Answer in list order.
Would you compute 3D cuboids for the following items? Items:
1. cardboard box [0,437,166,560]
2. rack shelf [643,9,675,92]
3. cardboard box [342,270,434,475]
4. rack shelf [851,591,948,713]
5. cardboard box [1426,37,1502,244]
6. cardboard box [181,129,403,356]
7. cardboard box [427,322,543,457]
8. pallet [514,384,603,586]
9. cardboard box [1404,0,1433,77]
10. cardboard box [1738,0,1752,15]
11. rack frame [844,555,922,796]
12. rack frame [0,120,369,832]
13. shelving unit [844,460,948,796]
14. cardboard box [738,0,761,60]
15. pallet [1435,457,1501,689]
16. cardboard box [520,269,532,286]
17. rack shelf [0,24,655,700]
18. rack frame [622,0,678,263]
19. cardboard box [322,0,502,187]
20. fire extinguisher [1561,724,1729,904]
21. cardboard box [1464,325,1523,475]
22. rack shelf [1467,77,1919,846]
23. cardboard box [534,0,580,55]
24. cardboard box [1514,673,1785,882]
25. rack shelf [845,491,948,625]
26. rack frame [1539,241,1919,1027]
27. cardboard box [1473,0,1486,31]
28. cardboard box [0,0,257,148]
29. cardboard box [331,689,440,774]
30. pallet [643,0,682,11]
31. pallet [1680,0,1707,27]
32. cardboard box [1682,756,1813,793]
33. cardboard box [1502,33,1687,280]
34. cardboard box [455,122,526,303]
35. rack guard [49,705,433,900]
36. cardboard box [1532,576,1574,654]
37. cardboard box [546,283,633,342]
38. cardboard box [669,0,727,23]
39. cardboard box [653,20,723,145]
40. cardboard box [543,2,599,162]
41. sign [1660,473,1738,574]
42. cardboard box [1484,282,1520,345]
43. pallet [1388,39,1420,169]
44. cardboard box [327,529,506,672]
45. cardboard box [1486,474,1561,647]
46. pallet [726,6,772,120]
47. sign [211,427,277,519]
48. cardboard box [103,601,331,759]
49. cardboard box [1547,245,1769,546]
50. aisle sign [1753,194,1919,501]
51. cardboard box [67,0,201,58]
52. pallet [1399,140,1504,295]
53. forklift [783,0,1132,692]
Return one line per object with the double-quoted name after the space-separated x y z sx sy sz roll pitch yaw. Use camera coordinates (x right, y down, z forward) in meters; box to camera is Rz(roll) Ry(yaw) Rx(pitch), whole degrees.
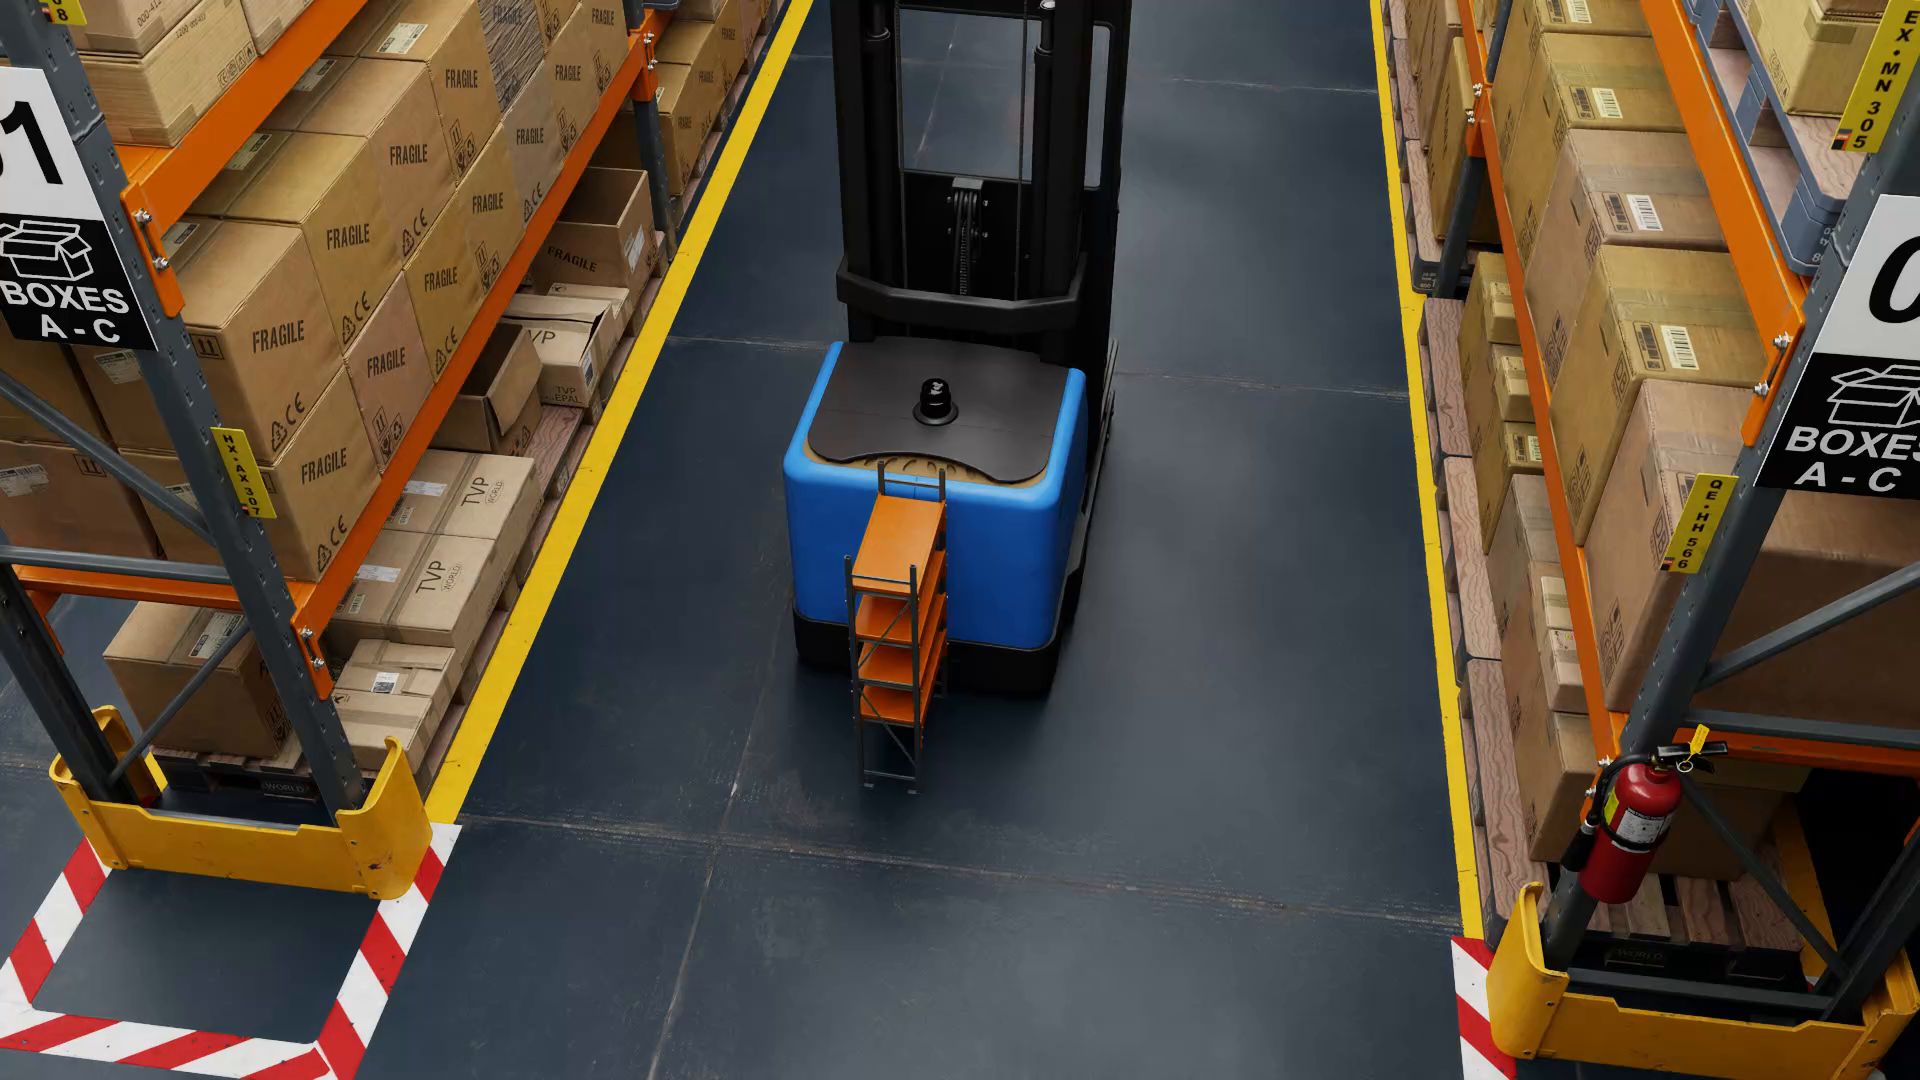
-2.756 -0.286 5.320 0.500 0.500 0.500 6 44 7 "cardboard box"
-1.752 -3.748 9.572 1.077 0.370 4.000 5 44 6 "rack shelf"
-2.162 -0.587 5.638 0.500 0.500 0.500 5 44 5 "cardboard box"
-0.216 0.390 6.085 0.258 0.148 0.480 7 44 8 "rack shelf"
2.852 -2.025 8.487 0.750 0.750 0.750 6 44 6 "cardboard box"
-2.163 -0.955 5.299 0.500 0.500 0.500 6 44 6 "cardboard box"
-2.260 -0.619 7.239 0.797 0.503 0.637 5 44 6 "cardboard box"
-2.267 -0.332 7.469 1.003 0.211 1.213 5 44 6 "pallet"
3.074 -3.211 9.739 0.750 0.750 0.750 5 44 5 "cardboard box"
2.267 -1.574 4.302 0.500 0.250 0.500 4 44 4 "cardboard box"
-0.262 0.506 5.865 0.240 1.200 0.015 7 44 8 "rack frame"
-2.545 0.080 5.006 1.000 3.000 0.127 5 44 6 "rack frame"
-0.216 0.341 6.039 0.258 1.200 0.503 7 44 8 "shelving unit"
-1.510 -3.255 10.026 0.500 0.500 0.500 4 44 4 "cardboard box"
2.558 0.159 6.951 1.003 0.211 1.213 5 44 6 "pallet"
-2.286 -1.563 8.377 0.500 0.311 0.500 5 44 6 "cardboard box"
-2.281 -1.022 6.693 1.077 0.370 4.000 5 44 6 "rack shelf"
-2.016 -2.646 7.885 1.000 3.000 0.127 5 44 6 "rack frame"
-2.026 -1.642 6.024 0.500 0.500 0.500 5 44 5 "cardboard box"
1.888 0.752 4.624 0.296 0.674 0.183 5 44 6 "fire extinguisher"
2.624 -0.601 7.238 0.700 0.500 0.500 5 44 5 "cardboard box"
2.630 -0.574 6.220 1.077 0.370 4.000 5 44 6 "rack shelf"
-1.892 -2.328 6.749 0.500 0.500 0.500 4 44 5 "cardboard box"
2.359 0.797 5.762 0.700 0.500 0.500 5 44 6 "cardboard box"
-0.216 0.056 5.769 0.258 0.148 0.480 7 44 8 "rack shelf"
2.366 0.528 4.533 1.000 3.000 0.127 5 44 6 "rack frame"
2.668 -2.545 7.946 0.380 0.149 0.250 6 44 6 "cardboard box"
-2.225 -1.282 4.372 0.500 0.250 0.500 5 44 6 "cardboard box"
-2.149 0.701 6.103 0.380 0.149 0.250 5 44 6 "cardboard box"
-1.802 -3.111 8.516 1.003 0.211 1.213 5 44 6 "pallet"
2.612 -1.870 4.948 1.003 0.211 1.213 5 44 6 "pallet"
2.541 0.665 5.430 0.380 0.149 0.250 6 44 6 "cardboard box"
2.705 -1.442 6.395 0.980 0.700 0.700 4 44 4 "cardboard box"
-2.025 -1.269 6.358 0.500 0.500 0.500 6 44 6 "cardboard box"
-2.535 0.936 5.920 1.175 0.500 0.348 5 44 6 "rack guard"
2.228 0.283 5.833 0.380 0.149 0.250 6 44 7 "cardboard box"
-1.800 -1.096 8.001 0.380 0.149 0.250 5 44 6 "cardboard box"
-1.579 -3.160 9.380 0.500 0.250 0.500 5 44 6 "cardboard box"
-1.651 -2.570 9.303 0.500 0.500 0.500 6 44 6 "cardboard box"
-1.895 -1.967 7.095 0.500 0.500 0.500 6 44 7 "cardboard box"
1.830 -0.038 4.116 0.100 0.325 0.005 5 44 6 "sign"
2.468 -0.962 7.147 0.380 0.149 0.250 7 44 7 "cardboard box"
3.081 -2.552 9.814 1.003 0.211 1.213 5 44 6 "pallet"
-2.126 0.233 6.524 0.500 0.250 0.500 5 44 6 "cardboard box"
2.491 0.113 6.484 0.700 0.500 0.500 4 44 4 "cardboard box"
-1.787 -3.025 10.314 1.003 0.211 1.213 5 44 6 "pallet"
-2.007 -0.185 4.656 0.100 0.325 0.005 5 44 6 "sign"
-2.717 0.435 6.129 0.500 0.500 0.500 5 44 6 "cardboard box"
2.508 -0.427 5.323 0.980 0.700 0.700 5 44 5 "cardboard box"
2.059 -0.395 3.616 0.394 0.787 0.004 5 44 6 "aisle sign"
-2.219 -1.463 4.199 0.500 0.250 0.500 5 44 6 "cardboard box"
2.922 -1.719 8.934 1.003 0.211 1.213 5 44 6 "pallet"
0.117 -1.490 6.714 1.130 2.935 3.031 7 44 8 "forklift"
